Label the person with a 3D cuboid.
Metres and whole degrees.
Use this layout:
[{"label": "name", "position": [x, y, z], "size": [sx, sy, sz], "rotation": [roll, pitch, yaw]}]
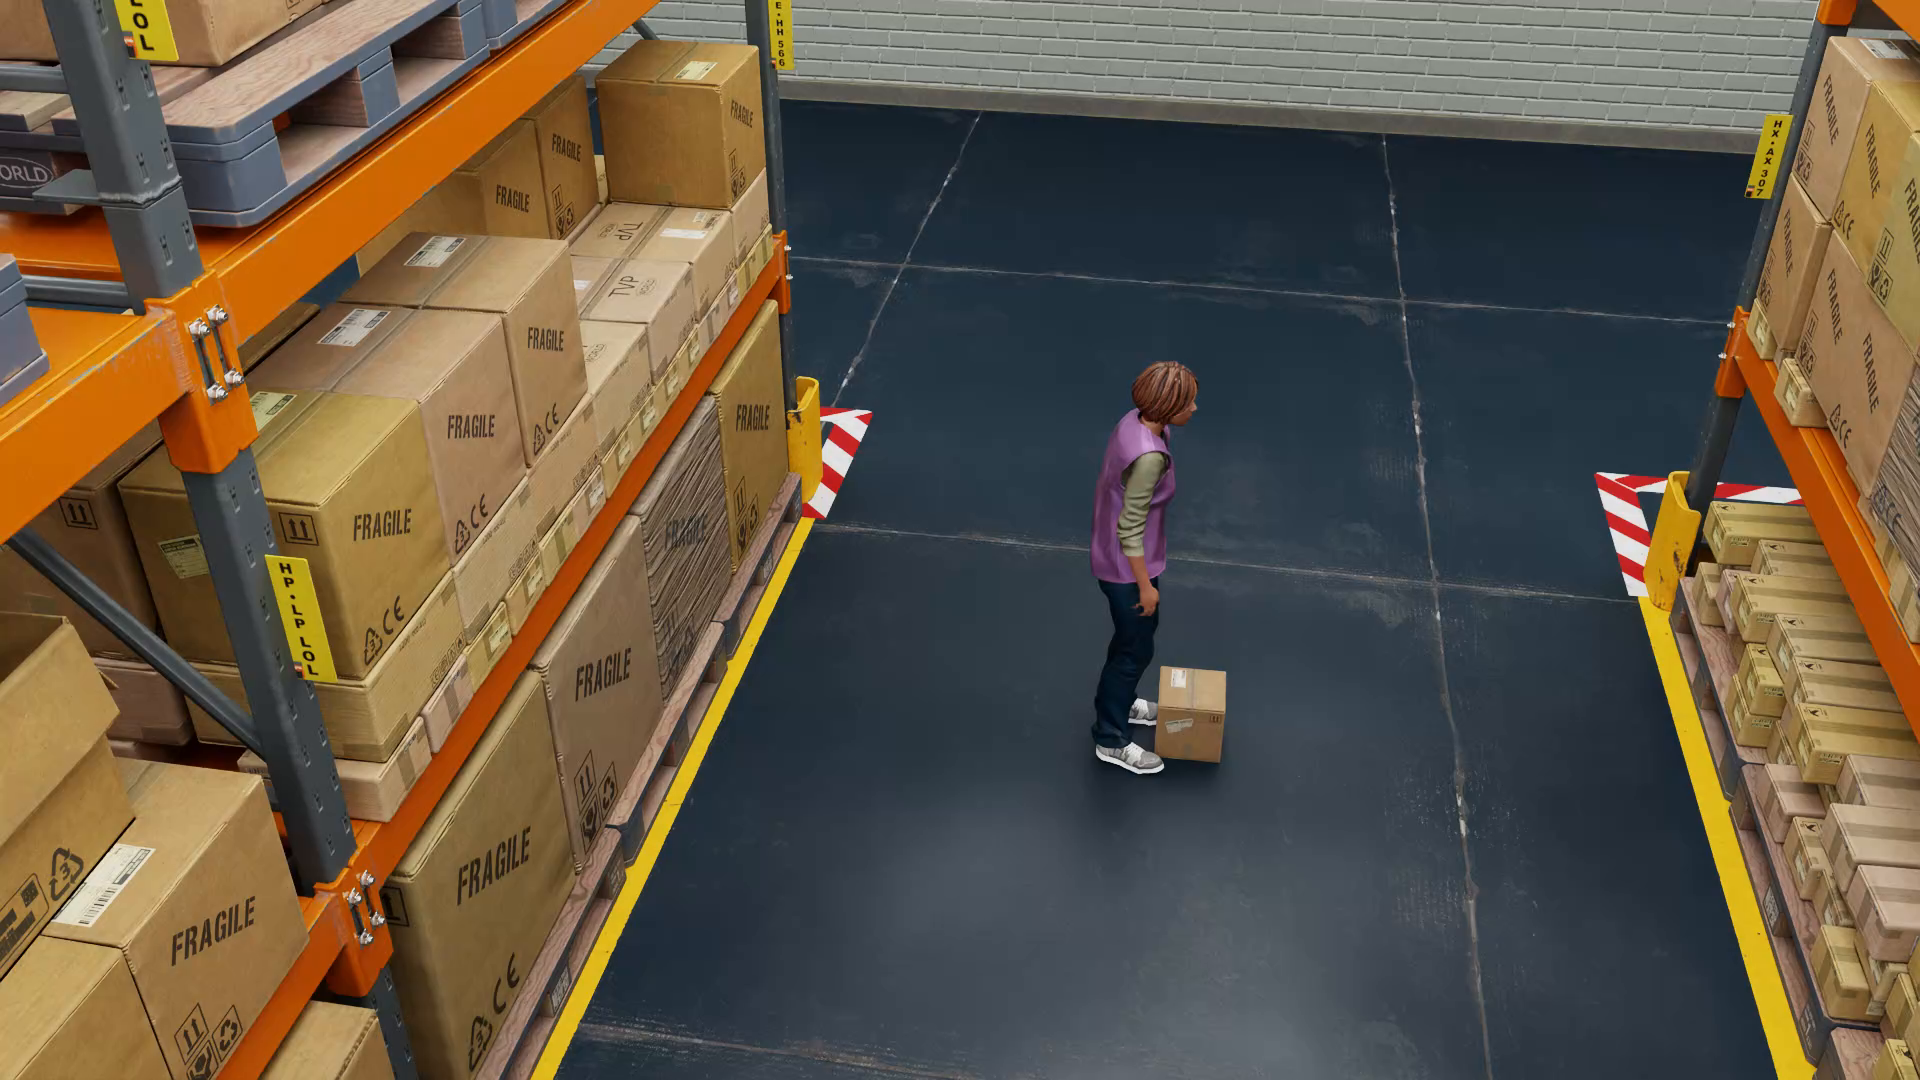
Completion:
[{"label": "person", "position": [0.639, 0.082, 6.021], "size": [0.341, 1.594, 0.483], "rotation": [4, 33, 6]}]
